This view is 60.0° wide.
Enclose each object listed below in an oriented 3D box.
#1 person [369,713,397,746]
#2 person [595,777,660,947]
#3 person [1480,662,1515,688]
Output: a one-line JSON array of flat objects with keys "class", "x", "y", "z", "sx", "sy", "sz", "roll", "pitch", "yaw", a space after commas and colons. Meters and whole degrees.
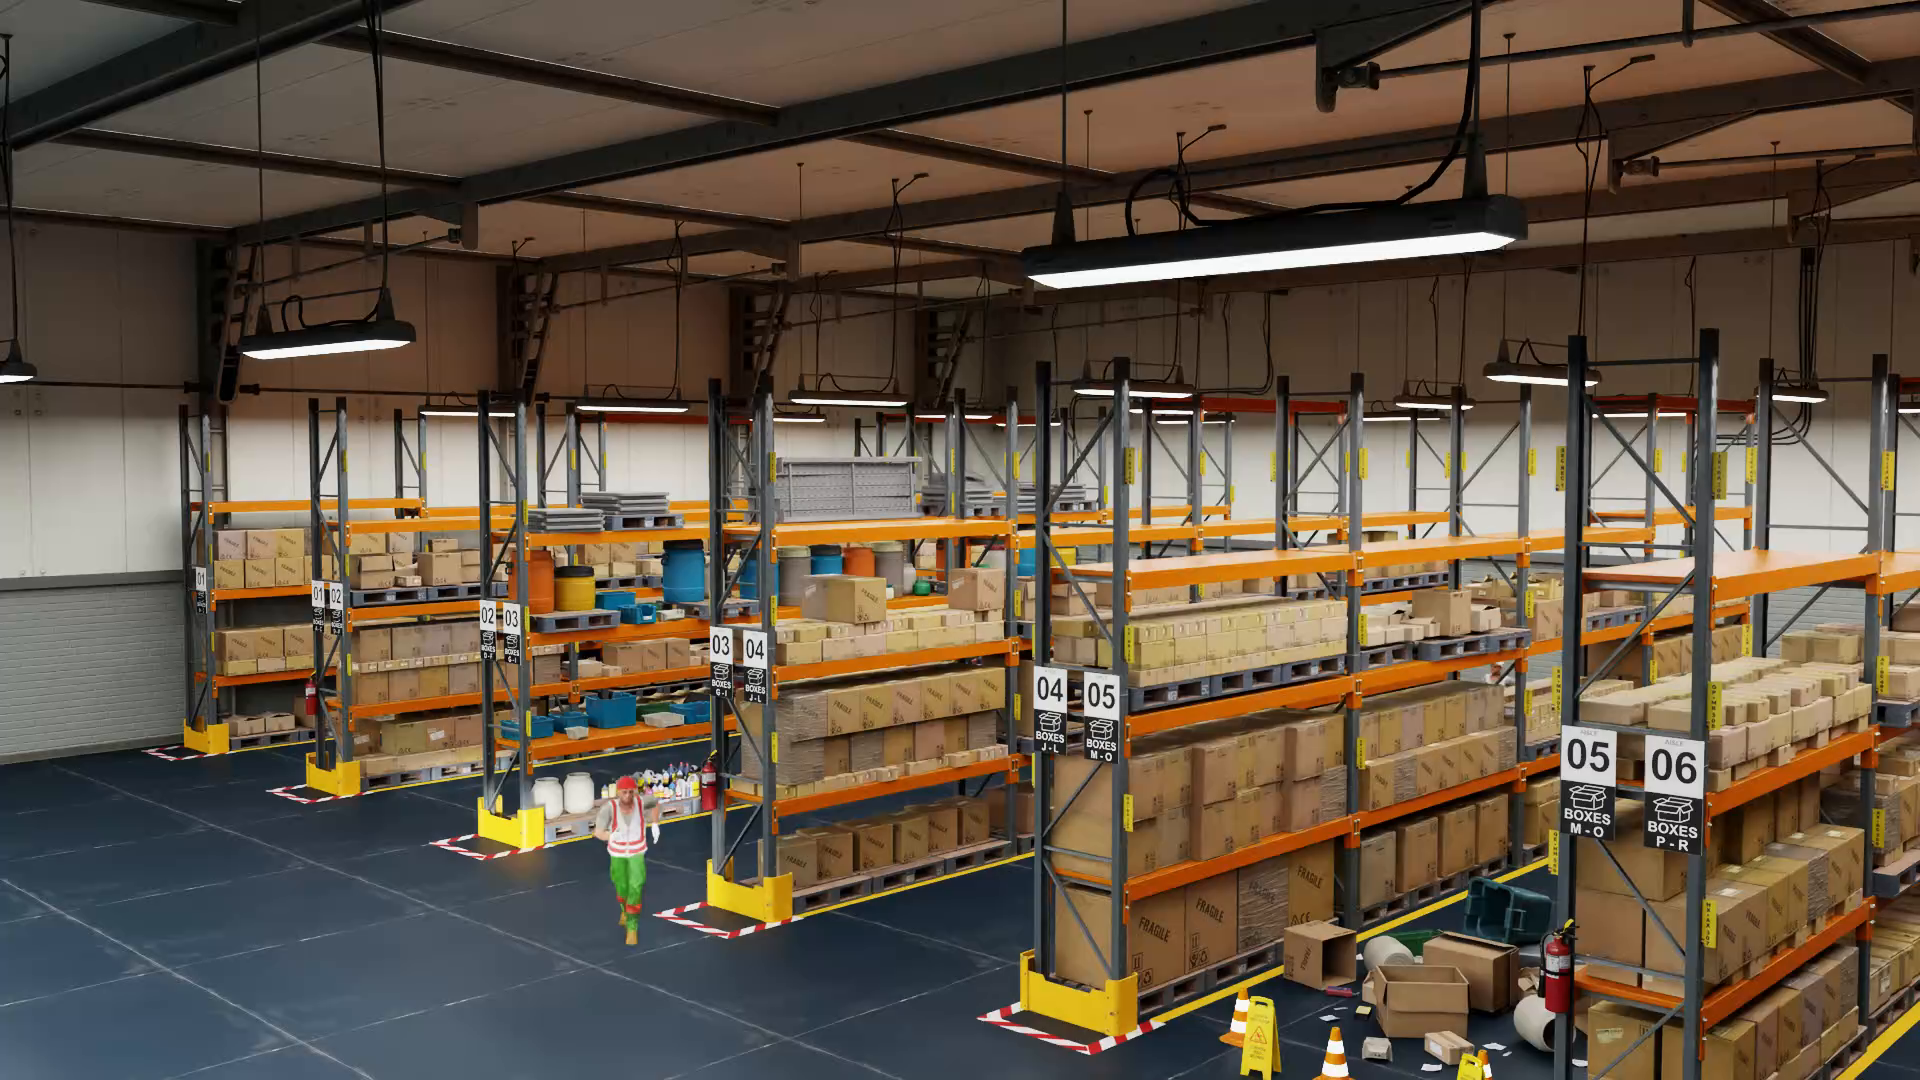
[{"class": "person", "x": -9.591, "y": 2.850, "z": 27.729, "sx": 0.603, "sy": 1.743, "sz": 0.760, "roll": -3, "pitch": 4, "yaw": -45}, {"class": "person", "x": -3.531, "y": 3.381, "z": 17.684, "sx": 0.685, "sy": 1.825, "sz": 0.931, "roll": -1, "pitch": 3, "yaw": -13}, {"class": "person", "x": 8.871, "y": 2.833, "z": 27.551, "sx": 0.696, "sy": 1.746, "sz": 0.622, "roll": 3, "pitch": 4, "yaw": 43}]
